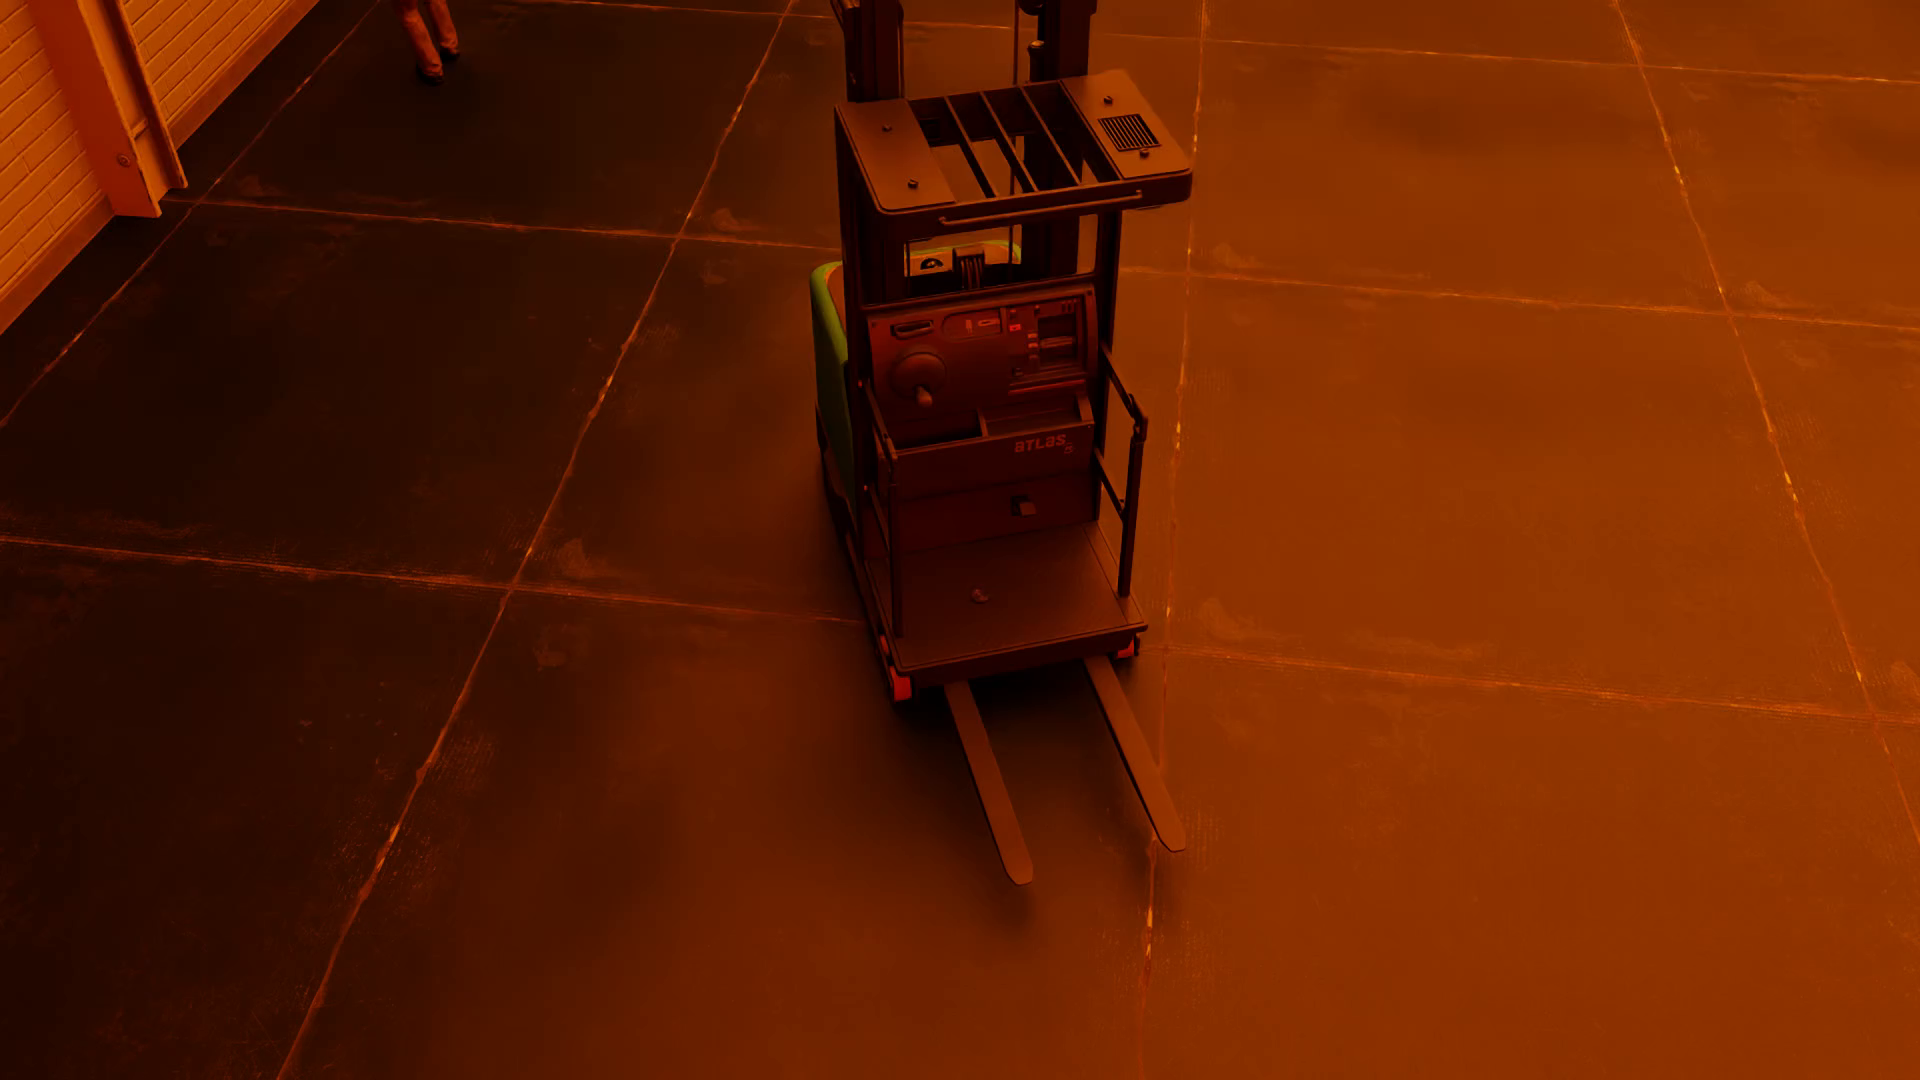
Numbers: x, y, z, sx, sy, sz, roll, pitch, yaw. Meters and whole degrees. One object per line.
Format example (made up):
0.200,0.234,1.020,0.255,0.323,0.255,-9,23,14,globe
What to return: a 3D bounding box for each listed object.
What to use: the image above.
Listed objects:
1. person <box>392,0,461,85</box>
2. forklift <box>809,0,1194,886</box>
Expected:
-3.598,-3.818,10.832,0.912,1.748,0.499,-27,49,-27,person
0.153,-0.681,6.465,1.130,2.935,3.031,-10,44,-11,forklift
